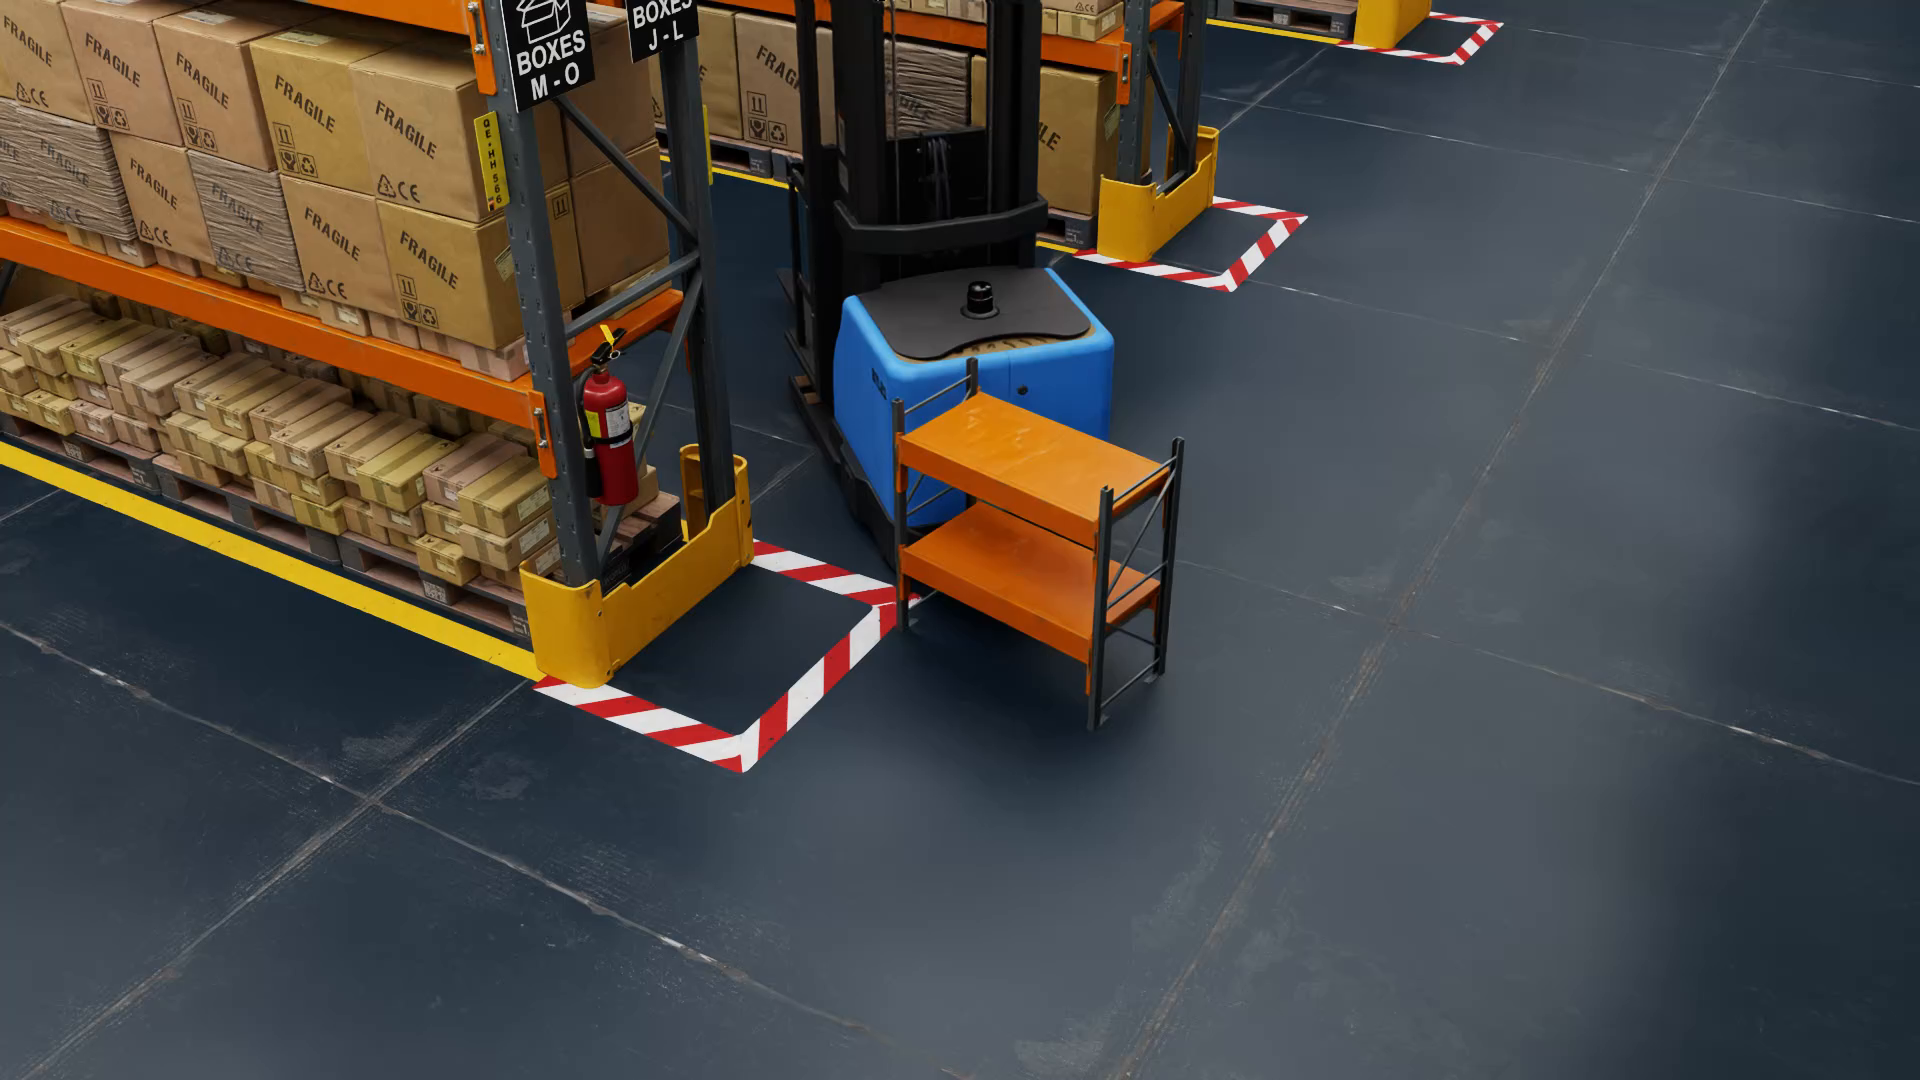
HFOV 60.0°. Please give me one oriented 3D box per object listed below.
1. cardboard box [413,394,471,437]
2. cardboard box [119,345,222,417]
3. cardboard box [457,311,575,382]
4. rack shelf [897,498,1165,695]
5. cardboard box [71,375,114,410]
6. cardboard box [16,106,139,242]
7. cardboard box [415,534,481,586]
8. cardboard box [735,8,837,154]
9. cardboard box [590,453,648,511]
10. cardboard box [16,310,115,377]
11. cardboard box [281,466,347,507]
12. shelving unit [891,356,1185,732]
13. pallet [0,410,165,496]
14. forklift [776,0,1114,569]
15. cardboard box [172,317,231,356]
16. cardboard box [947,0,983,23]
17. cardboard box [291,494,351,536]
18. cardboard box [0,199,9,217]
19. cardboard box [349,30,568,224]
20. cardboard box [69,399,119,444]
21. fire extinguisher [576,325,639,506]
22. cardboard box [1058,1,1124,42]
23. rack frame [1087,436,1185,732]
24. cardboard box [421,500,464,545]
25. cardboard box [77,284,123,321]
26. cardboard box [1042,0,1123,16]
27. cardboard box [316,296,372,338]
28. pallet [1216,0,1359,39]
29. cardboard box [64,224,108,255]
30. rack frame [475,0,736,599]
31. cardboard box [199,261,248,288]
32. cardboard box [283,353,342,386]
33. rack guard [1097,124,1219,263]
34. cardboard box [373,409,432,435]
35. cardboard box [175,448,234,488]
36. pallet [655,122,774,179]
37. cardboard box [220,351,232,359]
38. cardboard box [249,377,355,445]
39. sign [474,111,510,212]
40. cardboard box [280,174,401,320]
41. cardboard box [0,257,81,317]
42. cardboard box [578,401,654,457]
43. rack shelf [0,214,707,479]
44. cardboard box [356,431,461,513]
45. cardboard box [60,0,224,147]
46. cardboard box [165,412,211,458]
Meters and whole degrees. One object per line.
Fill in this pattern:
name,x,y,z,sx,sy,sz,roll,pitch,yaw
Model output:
cardboard box,-2.290,-0.650,7.677,0.250,0.149,0.380,16,37,22
cardboard box,-3.697,-0.751,7.828,0.250,0.149,0.380,18,38,25
cardboard box,-1.716,-0.779,6.440,0.250,0.149,0.380,18,38,24
rack shelf,0.290,0.206,6.867,1.000,0.278,0.538,25,41,33
cardboard box,-4.116,-0.812,8.188,0.250,0.149,0.380,17,37,24
cardboard box,-3.608,-1.649,7.162,0.500,0.500,0.500,17,37,23
cardboard box,-2.127,0.016,7.214,0.250,0.149,0.380,19,38,26
cardboard box,-0.902,-3.212,11.405,0.875,0.875,0.875,18,37,24
cardboard box,-1.620,-0.309,7.433,0.250,0.149,0.380,19,38,26
cardboard box,-4.360,-0.967,8.152,0.250,0.149,0.380,20,38,27
cardboard box,-2.801,-0.328,7.461,0.250,0.149,0.380,18,38,25
shelving unit,0.290,0.002,6.731,1.048,1.125,0.538,25,41,33
pallet,-4.165,-0.702,8.613,1.213,0.211,1.003,18,37,24
forklift,-0.269,-1.885,7.936,1.130,2.935,3.031,-11,35,-15
cardboard box,-3.680,-1.068,8.304,0.250,0.149,0.380,19,38,26
cardboard box,0.122,-3.333,10.276,0.250,0.149,0.380,18,38,25
cardboard box,-2.787,-0.200,7.537,0.250,0.149,0.380,16,37,22
cardboard box,-4.421,-1.655,7.755,0.250,0.149,0.380,19,38,26
cardboard box,-1.813,-1.518,6.062,0.500,0.500,0.500,17,37,23
cardboard box,-4.136,-0.647,8.208,0.250,0.149,0.380,17,37,24
fire extinguisher,-1.303,-0.451,6.127,0.183,0.674,0.296,18,37,24
cardboard box,0.783,-3.124,9.961,0.250,0.149,0.380,18,38,25
rack frame,0.678,0.184,6.458,0.032,1.125,0.500,25,41,33
cardboard box,-2.093,-0.147,7.190,0.250,0.149,0.380,17,37,23
cardboard box,-4.328,-1.293,8.642,0.250,0.149,0.380,19,38,26
cardboard box,0.704,-3.356,9.950,0.500,0.250,0.500,17,37,24
cardboard box,-2.372,-0.986,6.751,0.250,0.149,0.380,19,38,26
pallet,3.017,-4.757,14.703,1.213,0.211,1.003,18,37,24
cardboard box,-3.744,-1.428,7.415,0.250,0.149,0.380,18,38,25
rack frame,-1.293,-0.930,6.440,0.127,3.000,1.000,18,37,24
cardboard box,-3.029,-1.241,7.133,0.250,0.149,0.380,18,38,25
cardboard box,-2.997,-0.849,7.975,0.250,0.149,0.380,18,38,25
rack guard,1.277,-2.242,10.666,0.348,0.500,1.175,18,37,24
cardboard box,-2.533,-0.587,7.850,0.250,0.149,0.380,16,37,22
cardboard box,-3.462,-0.426,7.877,0.250,0.149,0.380,17,37,23
pallet,-1.595,-2.981,12.037,1.213,0.211,1.003,18,37,24
cardboard box,-3.452,-0.898,8.317,0.250,0.149,0.380,19,38,26
cardboard box,-2.984,-0.571,7.557,0.250,0.149,0.380,16,37,23
sign,-1.586,-1.282,5.639,0.005,0.325,0.100,18,37,24
cardboard box,-2.255,-1.239,6.546,0.500,0.500,0.500,17,37,24
cardboard box,-5.276,-1.495,9.165,0.500,0.500,0.500,19,38,26
cardboard box,-1.579,-0.473,7.411,0.250,0.149,0.380,16,37,22
rack shelf,-3.029,-1.180,7.465,4.000,0.370,1.077,18,37,24
cardboard box,-2.356,-0.296,7.145,0.250,0.149,0.380,17,37,23
cardboard box,-3.170,-1.940,6.696,0.500,0.500,0.500,16,37,23
cardboard box,-3.468,-0.550,7.794,0.250,0.149,0.380,17,37,24
